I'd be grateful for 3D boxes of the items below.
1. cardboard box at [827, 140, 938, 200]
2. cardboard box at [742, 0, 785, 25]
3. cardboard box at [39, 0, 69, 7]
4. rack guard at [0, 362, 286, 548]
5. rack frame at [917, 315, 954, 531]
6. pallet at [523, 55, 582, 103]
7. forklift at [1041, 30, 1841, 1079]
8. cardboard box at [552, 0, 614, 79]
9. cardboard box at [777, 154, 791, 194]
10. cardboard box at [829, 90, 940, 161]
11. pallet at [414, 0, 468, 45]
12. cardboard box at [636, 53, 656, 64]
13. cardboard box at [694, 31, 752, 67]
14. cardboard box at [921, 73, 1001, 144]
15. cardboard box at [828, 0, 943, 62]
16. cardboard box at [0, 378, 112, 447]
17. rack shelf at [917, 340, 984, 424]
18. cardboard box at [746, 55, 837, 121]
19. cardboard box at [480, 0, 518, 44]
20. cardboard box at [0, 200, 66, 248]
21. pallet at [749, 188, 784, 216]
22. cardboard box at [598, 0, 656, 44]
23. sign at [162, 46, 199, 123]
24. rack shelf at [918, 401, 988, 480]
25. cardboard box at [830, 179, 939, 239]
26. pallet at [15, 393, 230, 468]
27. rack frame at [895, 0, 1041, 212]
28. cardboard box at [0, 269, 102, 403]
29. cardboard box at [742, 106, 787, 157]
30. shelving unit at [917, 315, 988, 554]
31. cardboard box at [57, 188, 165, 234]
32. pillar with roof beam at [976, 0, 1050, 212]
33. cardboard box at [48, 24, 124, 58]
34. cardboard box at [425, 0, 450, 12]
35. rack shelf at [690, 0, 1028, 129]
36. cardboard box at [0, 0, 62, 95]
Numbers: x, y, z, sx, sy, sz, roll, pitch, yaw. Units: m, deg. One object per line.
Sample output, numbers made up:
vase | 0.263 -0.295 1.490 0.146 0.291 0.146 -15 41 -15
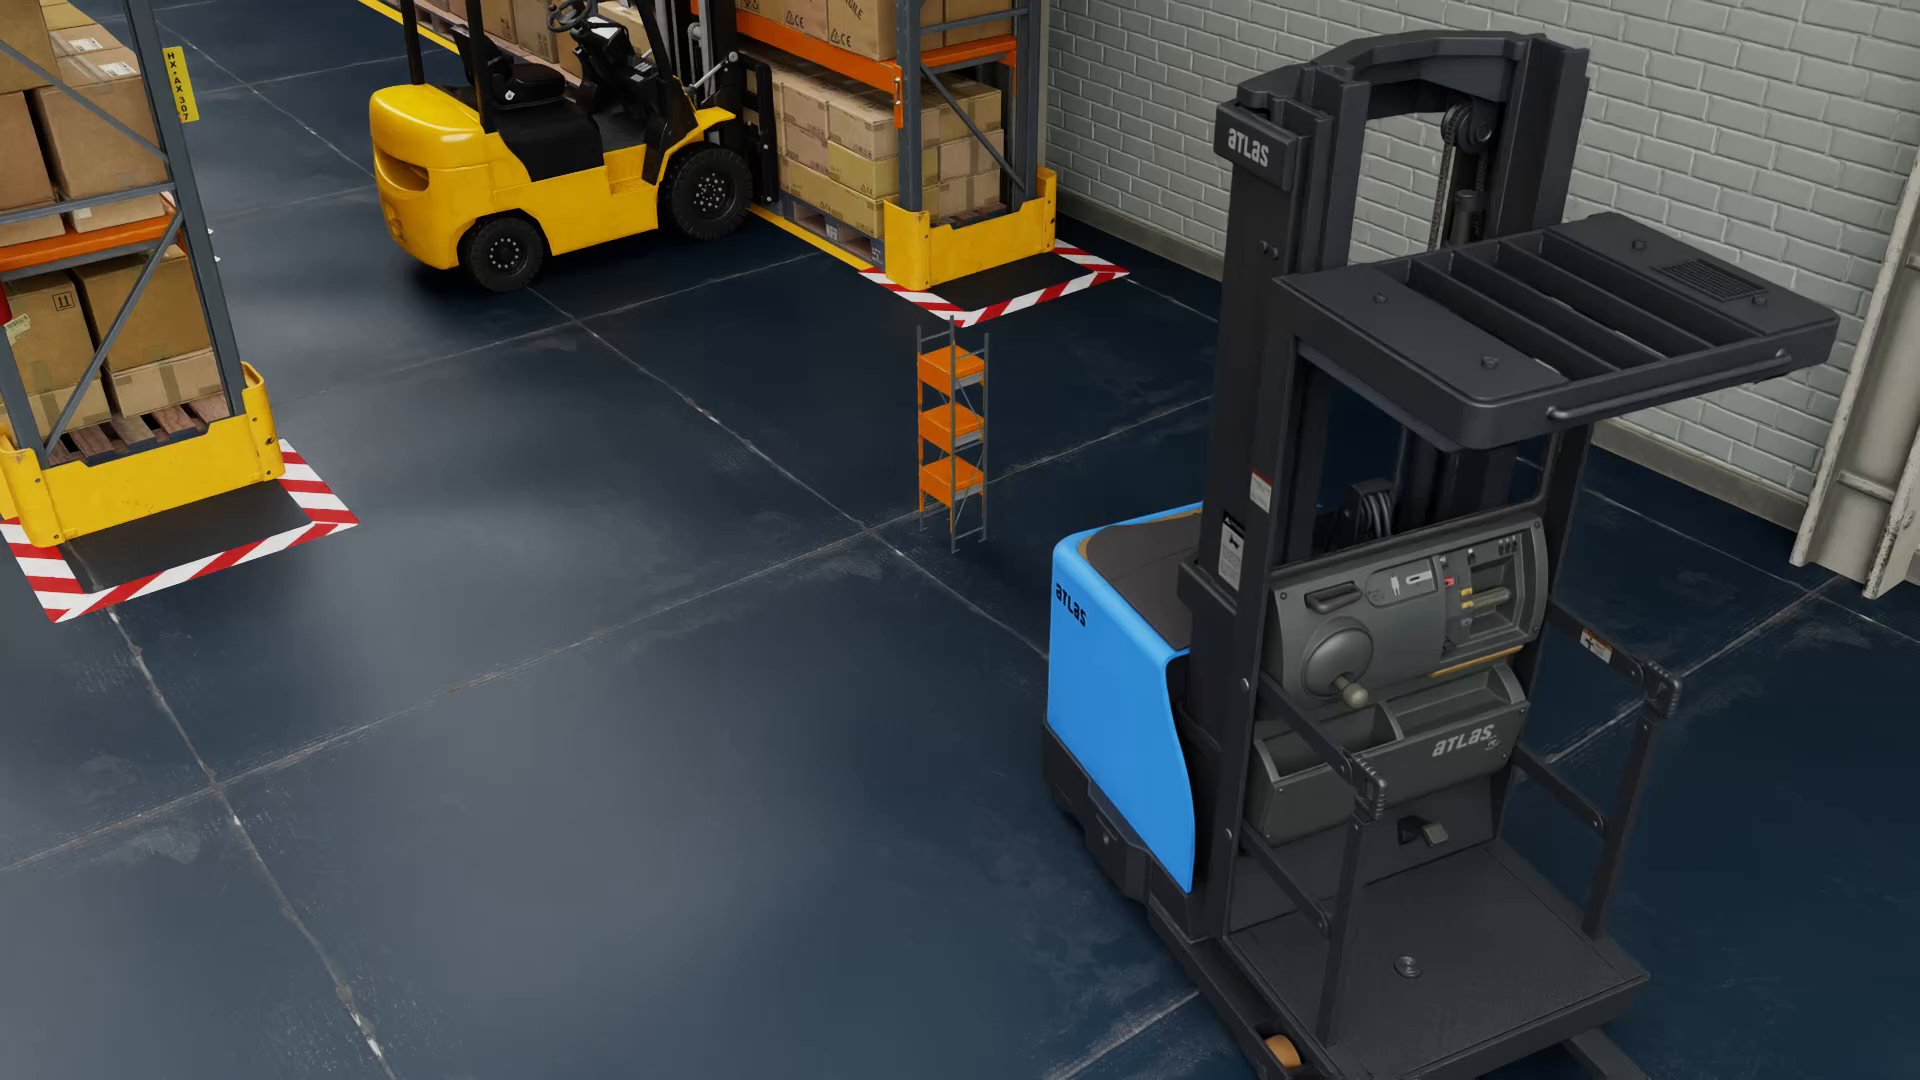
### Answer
cardboard box | -0.486 -2.386 10.482 0.500 0.250 0.500 -23 38 -32
cardboard box | -1.075 -3.656 10.699 0.500 0.500 0.500 -23 39 -32
cardboard box | -4.883 -2.546 8.629 0.500 0.500 0.500 -23 39 -32
rack guard | -3.906 -0.423 7.958 1.175 0.500 0.348 -22 38 -31
rack frame | -0.108 -0.519 7.591 0.200 1.050 0.008 -22 38 -31
pallet | -2.876 -3.838 13.730 1.003 0.211 1.213 -22 38 -31
forklift | 1.382 0.257 4.559 1.130 2.935 3.031 -14 34 -21
cardboard box | -2.722 -4.112 13.380 0.875 0.625 0.625 -20 37 -29
cardboard box | -1.076 -2.587 11.280 0.500 0.250 0.500 -22 38 -31
cardboard box | -0.470 -2.587 10.333 0.500 0.250 0.500 -21 37 -30
pallet | -4.373 -4.855 15.367 1.003 0.211 1.213 -22 38 -31
cardboard box | -2.030 -3.440 12.180 0.500 0.250 0.500 -22 38 -32
cardboard box | -1.725 -3.440 11.706 0.500 0.250 0.500 -21 37 -30
cardboard box | -0.086 -2.758 10.608 0.500 0.250 0.500 -23 39 -32
cardboard box | -0.450 -3.224 10.003 0.500 0.500 0.500 -23 39 -32
cardboard box | -4.582 -0.724 8.280 0.500 0.250 0.500 -22 38 -32
rack shelf | -0.033 -0.700 7.365 0.215 0.259 0.240 -22 38 -31
cardboard box | -1.105 -3.005 11.006 0.500 0.250 0.500 -22 38 -31
cardboard box | -3.655 -4.750 14.408 0.875 0.625 0.625 -24 39 -33
cardboard box | -4.258 -1.434 7.453 0.380 0.149 0.250 -21 37 -30
pallet | -1.187 -2.690 11.881 1.003 0.211 1.213 -22 38 -31
cardboard box | -2.345 -3.860 12.383 0.500 0.250 0.500 -23 39 -32
sign | -3.431 -1.997 7.302 0.100 0.325 0.005 -22 38 -31
rack shelf | -0.033 -0.459 7.514 0.215 0.259 0.240 -22 38 -31
cardboard box | -0.478 -2.165 10.601 0.500 0.250 0.500 -22 38 -31
pallet | -4.376 -0.651 8.598 1.003 0.211 1.213 -22 38 -31
rack frame | 0.059 -3.061 9.836 1.000 3.000 0.127 -22 38 -31
cardboard box | -4.557 -1.032 8.066 0.500 0.500 0.500 -22 38 -31
cardboard box | -1.118 -2.806 11.160 0.500 0.250 0.500 -23 39 -32
shelving unit | -0.033 -0.468 7.509 0.215 1.050 0.252 -22 38 -31
cardboard box | -3.904 -1.555 7.650 0.380 0.149 0.250 -22 38 -31
pillar with roof beam | -3.056 -4.799 6.947 9.100 9.000 0.400 -22 38 -31
cardboard box | -4.251 -2.124 7.951 0.500 0.500 0.500 -21 38 -30
cardboard box | -4.475 -5.300 15.294 0.875 0.625 0.625 -21 38 -30
rack shelf | -1.167 -3.589 11.368 1.077 0.370 4.000 -22 38 -31
cardboard box | -4.345 -2.189 7.108 0.700 0.500 0.500 -23 39 -33
